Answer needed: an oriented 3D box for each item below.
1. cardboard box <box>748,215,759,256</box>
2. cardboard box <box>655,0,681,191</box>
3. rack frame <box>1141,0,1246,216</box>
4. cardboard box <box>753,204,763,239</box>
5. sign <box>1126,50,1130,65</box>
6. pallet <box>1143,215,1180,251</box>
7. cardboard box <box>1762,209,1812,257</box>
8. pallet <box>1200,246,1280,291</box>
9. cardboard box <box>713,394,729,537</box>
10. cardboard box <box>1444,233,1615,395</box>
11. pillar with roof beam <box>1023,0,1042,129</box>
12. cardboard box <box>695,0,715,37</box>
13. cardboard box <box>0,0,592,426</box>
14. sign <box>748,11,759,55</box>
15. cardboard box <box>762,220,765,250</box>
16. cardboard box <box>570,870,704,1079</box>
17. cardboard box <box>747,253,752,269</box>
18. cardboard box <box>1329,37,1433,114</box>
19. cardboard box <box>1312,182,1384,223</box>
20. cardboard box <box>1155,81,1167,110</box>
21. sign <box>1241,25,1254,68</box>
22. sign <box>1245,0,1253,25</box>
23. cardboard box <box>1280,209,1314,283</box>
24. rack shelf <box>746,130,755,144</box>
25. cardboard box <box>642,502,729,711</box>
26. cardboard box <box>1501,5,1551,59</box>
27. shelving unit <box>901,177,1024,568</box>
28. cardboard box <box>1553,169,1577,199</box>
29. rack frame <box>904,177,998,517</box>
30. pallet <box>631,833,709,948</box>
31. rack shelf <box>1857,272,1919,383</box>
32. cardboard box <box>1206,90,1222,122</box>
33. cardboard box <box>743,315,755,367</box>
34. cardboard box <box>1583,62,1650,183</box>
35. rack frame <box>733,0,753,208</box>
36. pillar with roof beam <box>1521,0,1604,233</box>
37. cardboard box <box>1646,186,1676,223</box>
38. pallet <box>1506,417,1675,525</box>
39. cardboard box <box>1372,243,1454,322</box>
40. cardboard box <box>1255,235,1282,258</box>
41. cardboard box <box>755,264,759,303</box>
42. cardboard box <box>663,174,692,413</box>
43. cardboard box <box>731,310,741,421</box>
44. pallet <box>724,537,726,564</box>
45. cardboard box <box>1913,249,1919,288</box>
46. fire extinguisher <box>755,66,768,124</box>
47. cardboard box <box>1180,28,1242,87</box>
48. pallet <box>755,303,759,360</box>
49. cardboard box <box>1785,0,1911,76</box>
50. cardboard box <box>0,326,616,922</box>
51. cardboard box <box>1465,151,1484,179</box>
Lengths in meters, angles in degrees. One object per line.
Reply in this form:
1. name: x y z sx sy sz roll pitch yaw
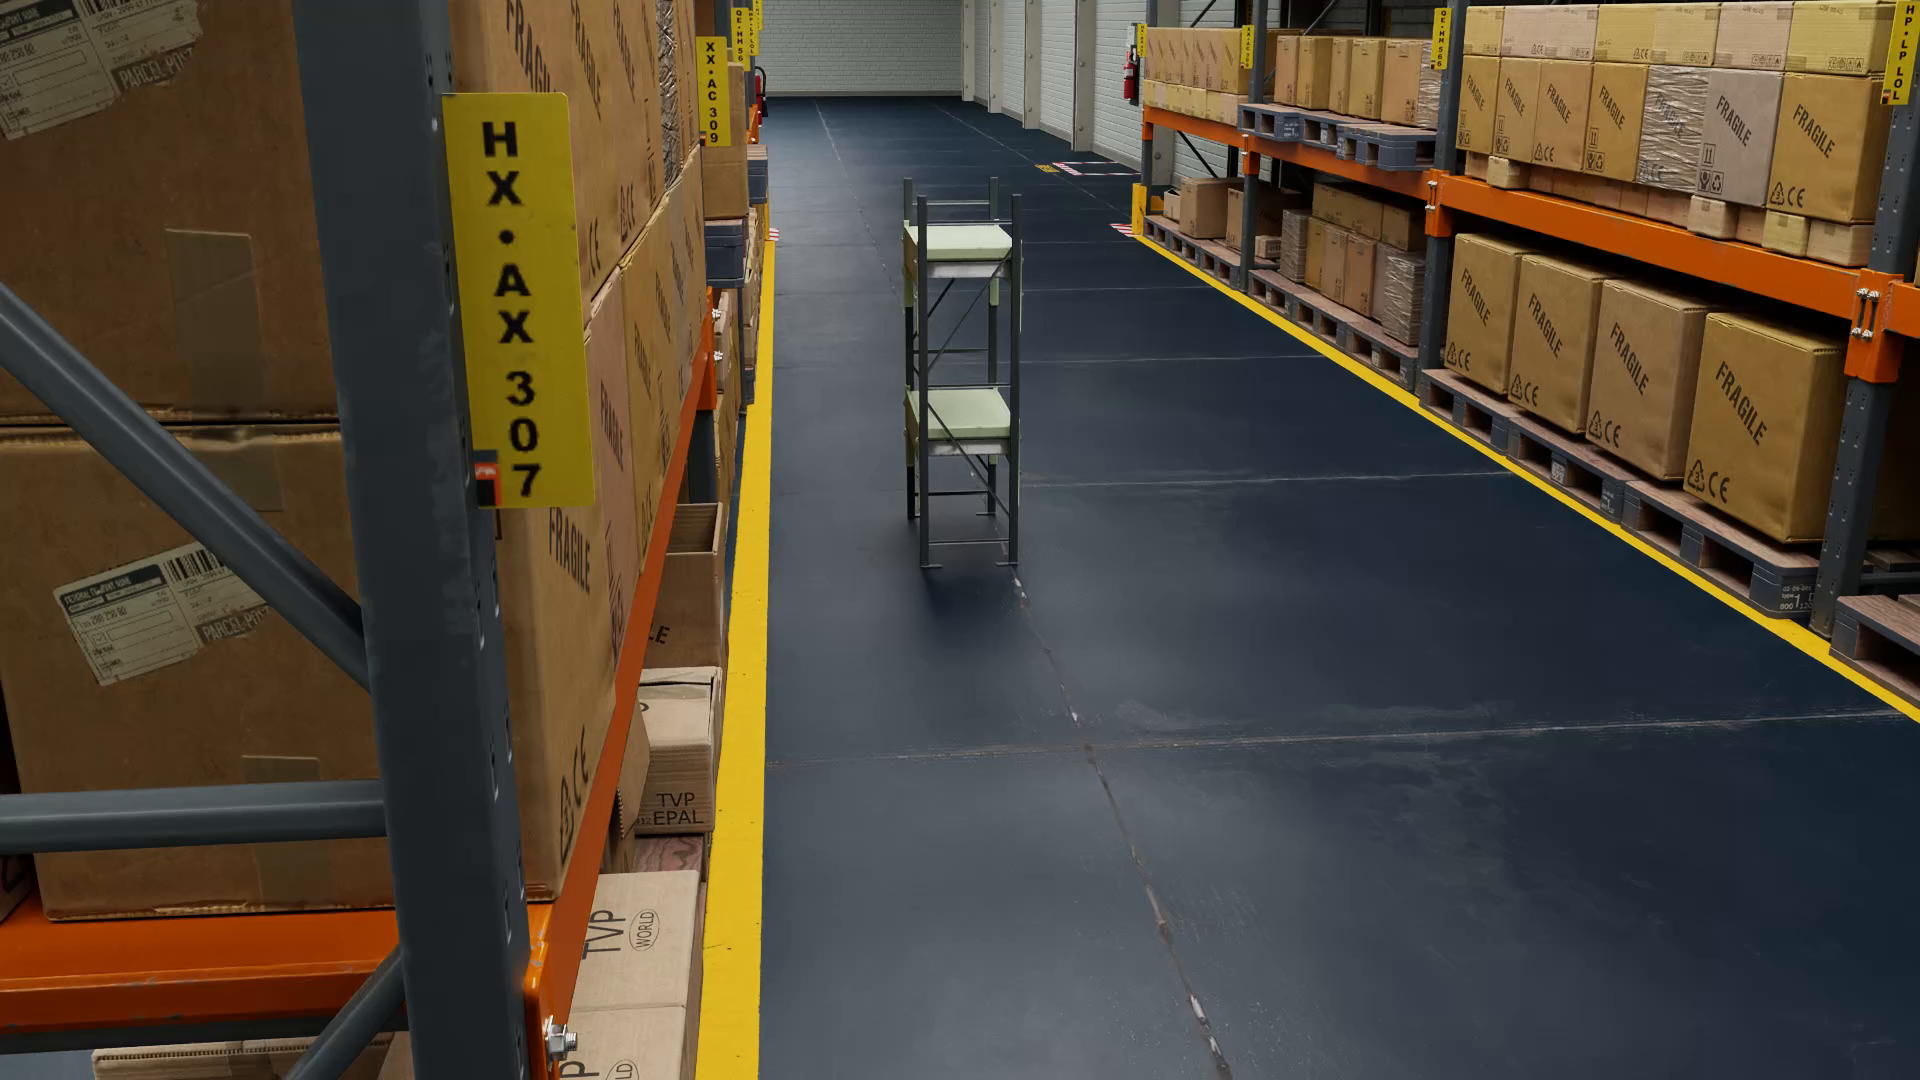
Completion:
1. cardboard box: -1.738 -2.217 12.185 0.500 0.311 0.500 -1 17 -4
2. cardboard box: -0.883 -1.024 3.594 0.500 0.500 0.500 -2 18 -5
3. rack frame: 2.389 -4.674 17.056 1.000 3.000 0.127 -2 18 -6
4. cardboard box: -1.862 -2.722 13.476 0.500 0.500 0.500 -2 18 -6
5. sign: 2.532 -7.202 25.049 0.001 0.329 0.234 -2 18 -6
6. pallet: 2.446 -3.077 16.627 1.003 0.211 1.213 -2 18 -6
7. cardboard box: 3.261 -1.155 6.233 0.380 0.149 0.250 -1 17 -5
8. pallet: 2.697 -2.350 14.312 1.003 0.211 1.213 -2 18 -6
9. cardboard box: -1.174 -0.272 6.474 0.500 0.500 0.500 -2 17 -5
10. cardboard box: 3.160 -1.242 9.012 0.750 0.750 0.750 -2 18 -6
11. pillar with roof beam: -2.817 -12.584 32.237 9.100 9.000 0.400 -2 18 -6
12. cardboard box: -2.177 -4.126 12.980 0.700 0.500 0.500 -2 18 -5
13. cardboard box: -0.671 -0.418 1.663 0.500 0.500 0.500 -1 17 -4
14. sign: -1.586 -3.862 12.670 0.100 0.325 0.005 -2 18 -6
15. cardboard box: -1.964 -2.662 14.538 0.500 0.250 0.500 -2 18 -6
16. cardboard box: -0.765 0.881 3.220 0.500 0.250 0.500 -2 18 -6
17. cardboard box: -1.537 -1.613 10.262 0.500 0.311 0.500 -2 18 -7
18. cardboard box: 2.970 -3.225 11.540 0.700 0.500 0.500 1 17 2
19. cardboard box: 2.943 -2.507 12.342 0.500 0.250 0.500 -2 18 -7
20. cardboard box: 2.191 -4.302 16.090 0.500 0.250 0.500 -2 18 -7
21. sign: 2.263 -3.876 13.070 0.100 0.325 0.005 -2 18 -6
22. sign: 2.943 -5.388 16.871 0.100 0.325 0.005 -2 18 -6
23. cardboard box: 2.894 -2.280 12.872 0.700 0.500 0.500 -1 17 -4
24. rack shelf: -1.919 -2.389 10.979 1.077 0.370 4.000 -2 18 -6
25. cardboard box: -0.959 0.199 4.973 0.500 0.500 0.500 -2 18 -6
26. cardboard box: 3.061 -2.544 8.323 0.500 0.250 0.500 -2 18 -6
27. shelving unit: -0.001 -0.718 6.959 0.431 1.500 0.755 -2 18 -6
28. cardboard box: 3.162 -1.769 8.191 0.380 0.149 0.250 -1 17 -4
29. rack frame: -0.038 -0.827 7.306 0.400 1.500 0.023 -2 18 -6
30. pallet: -1.101 0.955 3.782 1.003 0.211 1.213 -2 18 -6
31. rack shelf: 3.833 -0.159 3.878 1.077 0.370 4.000 -2 18 -6
32. cardboard box: 2.408 -3.700 14.173 0.500 0.250 0.500 -2 18 -5
33. cardboard box: -1.475 -1.190 9.848 0.500 0.250 0.500 -2 18 -6
34. cardboard box: 3.166 -1.878 7.453 0.500 0.500 0.500 -1 17 -4
35. rack frame: -2.125 -3.328 12.769 1.000 3.000 0.127 -2 18 -6
36. pillar with roof beam: -0.341 -5.433 9.461 9.100 9.000 0.400 -2 18 -6
37. cardboard box: 3.223 -1.460 7.206 0.380 0.149 0.250 -2 18 -7
38. pallet: 3.343 -0.360 7.971 1.003 0.211 1.213 -2 18 -6
39. cardboard box: 3.151 -1.677 10.951 0.700 0.500 0.500 -2 18 -6
40. cardboard box: 2.717 -2.498 14.123 0.380 0.166 0.250 -4 18 -13
41. cardboard box: -1.690 -1.798 11.787 0.500 0.250 0.500 -1 17 -4
42. cardboard box: -0.883 -0.544 3.736 0.500 0.500 0.500 -1 17 -4
43. cardboard box: -1.383 -0.882 8.417 0.500 0.500 0.500 -1 17 -3
44. pallet: -1.422 0.145 6.363 1.003 0.211 1.213 -2 18 -6
45. cardboard box: 3.667 -1.079 5.107 0.980 0.700 0.700 -2 17 -5
46. fire extinguisher: -2.088 -4.532 16.734 0.296 0.674 0.183 -2 18 -6
47. cardboard box: 2.293 -4.363 15.031 0.500 0.500 0.500 -1 17 -4
48. pallet: -1.881 -1.415 11.331 1.003 0.211 1.213 -2 18 -6
49. cardboard box: 3.324 -1.787 5.911 0.500 0.250 0.500 -1 17 -4
50. cardboard box: -0.671 0.059 1.813 0.500 0.500 0.500 -1 17 -4
51. cardboard box: 3.018 -2.075 9.163 0.380 0.149 0.250 -2 18 -6
